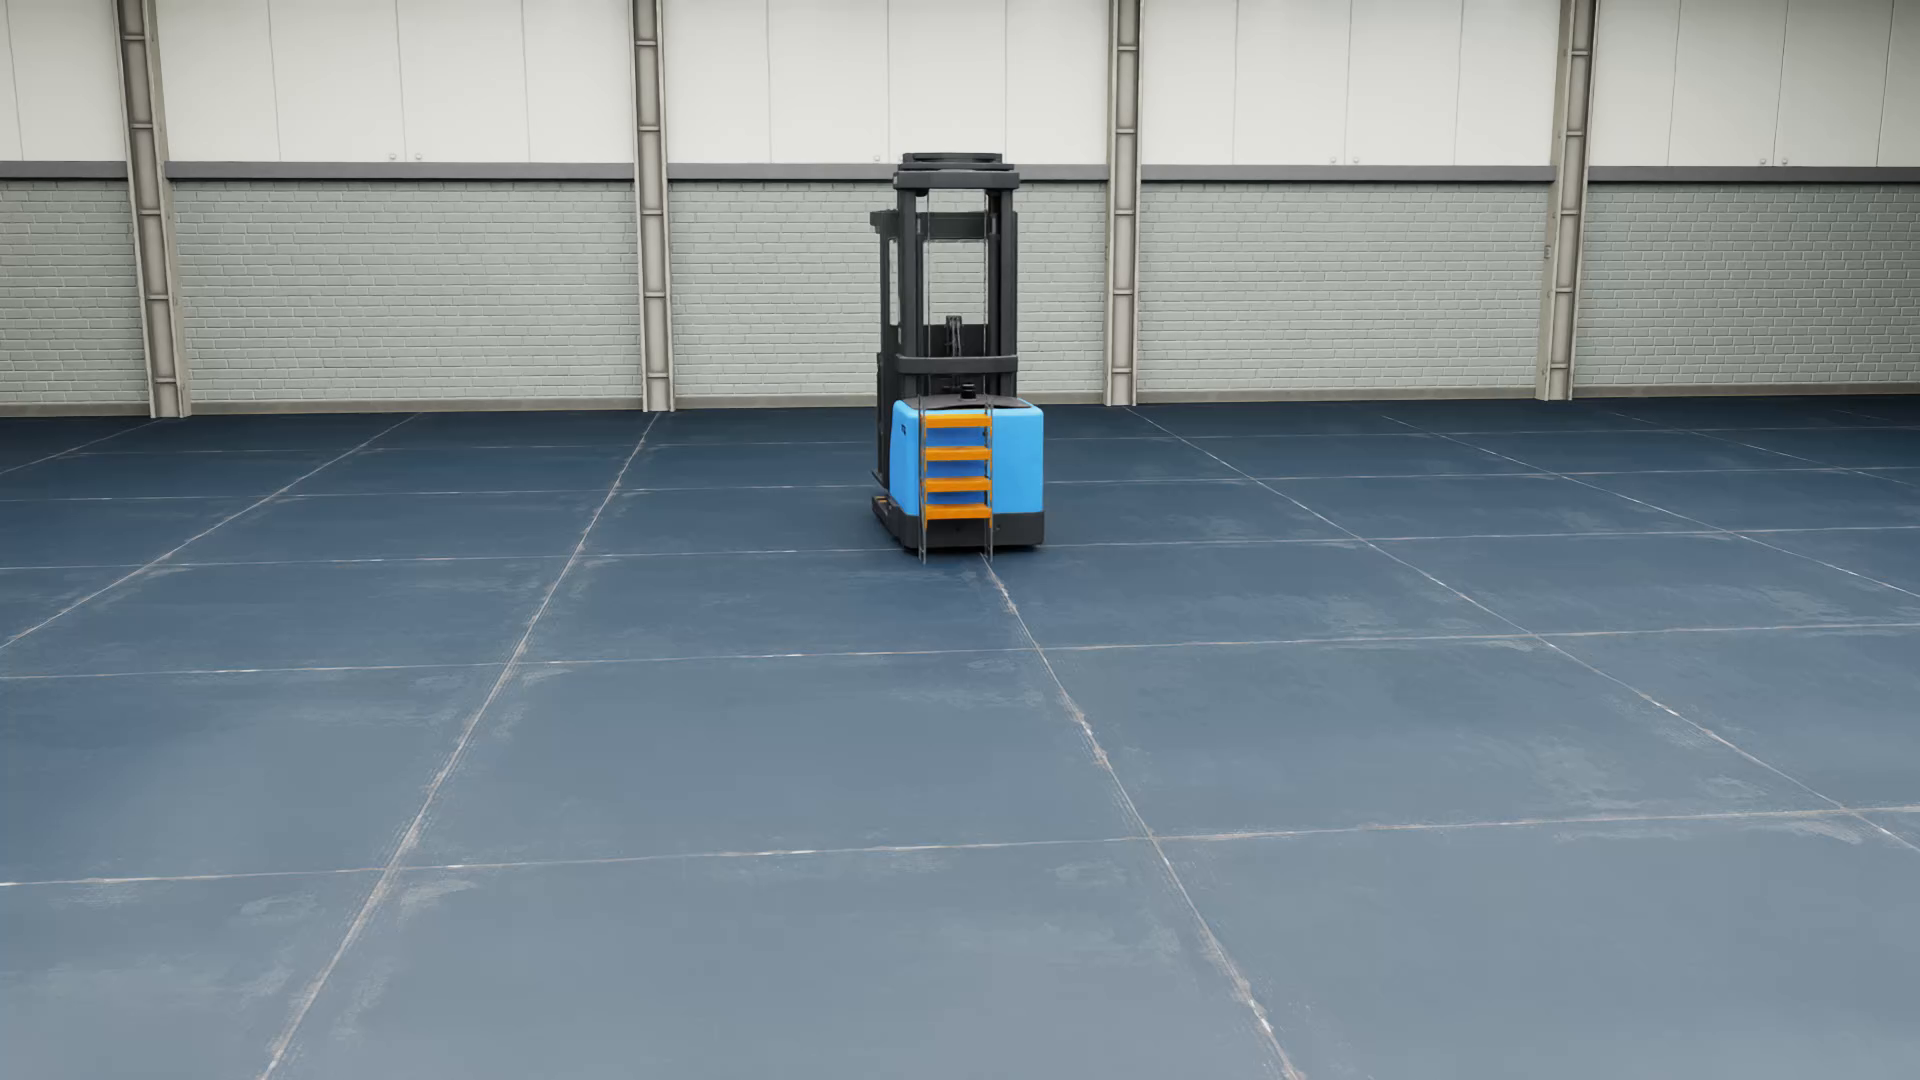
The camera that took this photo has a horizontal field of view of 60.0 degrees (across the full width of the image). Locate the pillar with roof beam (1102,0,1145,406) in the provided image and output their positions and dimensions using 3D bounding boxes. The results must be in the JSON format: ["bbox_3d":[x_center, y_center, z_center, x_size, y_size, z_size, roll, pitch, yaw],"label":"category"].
[{"bbox_3d":[2.571,-5.383,16.922,0.400,9.000,9.100,-1,11,-6],"label":"pillar with roof beam"}]

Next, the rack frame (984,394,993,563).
[{"bbox_3d":[0.208,-0.446,12.024,0.015,1.200,0.240,-2,11,-10],"label":"rack frame"}]

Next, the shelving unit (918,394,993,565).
[{"bbox_3d":[-0.032,-0.438,11.983,0.503,1.200,0.258,-2,11,-10],"label":"shelving unit"}]

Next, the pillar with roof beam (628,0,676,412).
[{"bbox_3d":[-3.394,-5.258,16.286,0.400,9.000,9.100,-1,11,-6],"label":"pillar with roof beam"}]

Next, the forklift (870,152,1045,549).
[{"bbox_3d":[-0.130,-1.609,13.457,1.130,2.935,3.031,-2,11,-10],"label":"forklift"}]

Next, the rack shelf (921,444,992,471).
[{"bbox_3d":[-0.032,-0.591,11.953,0.480,0.148,0.258,-2,11,-10],"label":"rack shelf"}]

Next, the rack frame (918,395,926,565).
[{"bbox_3d":[-0.272,-0.430,11.942,0.015,1.200,0.240,-2,11,-10],"label":"rack frame"}]

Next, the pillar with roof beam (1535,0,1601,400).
[{"bbox_3d":[8.536,-5.508,17.558,0.400,9.000,9.100,-1,11,-6],"label":"pillar with roof beam"}]

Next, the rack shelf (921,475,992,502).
[{"bbox_3d":[-0.032,-0.372,11.996,0.480,0.148,0.258,-2,11,-10],"label":"rack shelf"}]

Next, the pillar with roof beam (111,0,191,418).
[{"bbox_3d":[-9.359,-5.133,15.650,0.400,9.000,9.100,-1,11,-6],"label":"pillar with roof beam"}]

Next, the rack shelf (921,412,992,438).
[{"bbox_3d":[-0.032,-0.823,11.906,0.480,0.148,0.258,-2,11,-10],"label":"rack shelf"}]

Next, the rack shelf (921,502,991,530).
[{"bbox_3d":[-0.032,-0.177,12.035,0.480,0.148,0.258,-2,11,-10],"label":"rack shelf"}]
